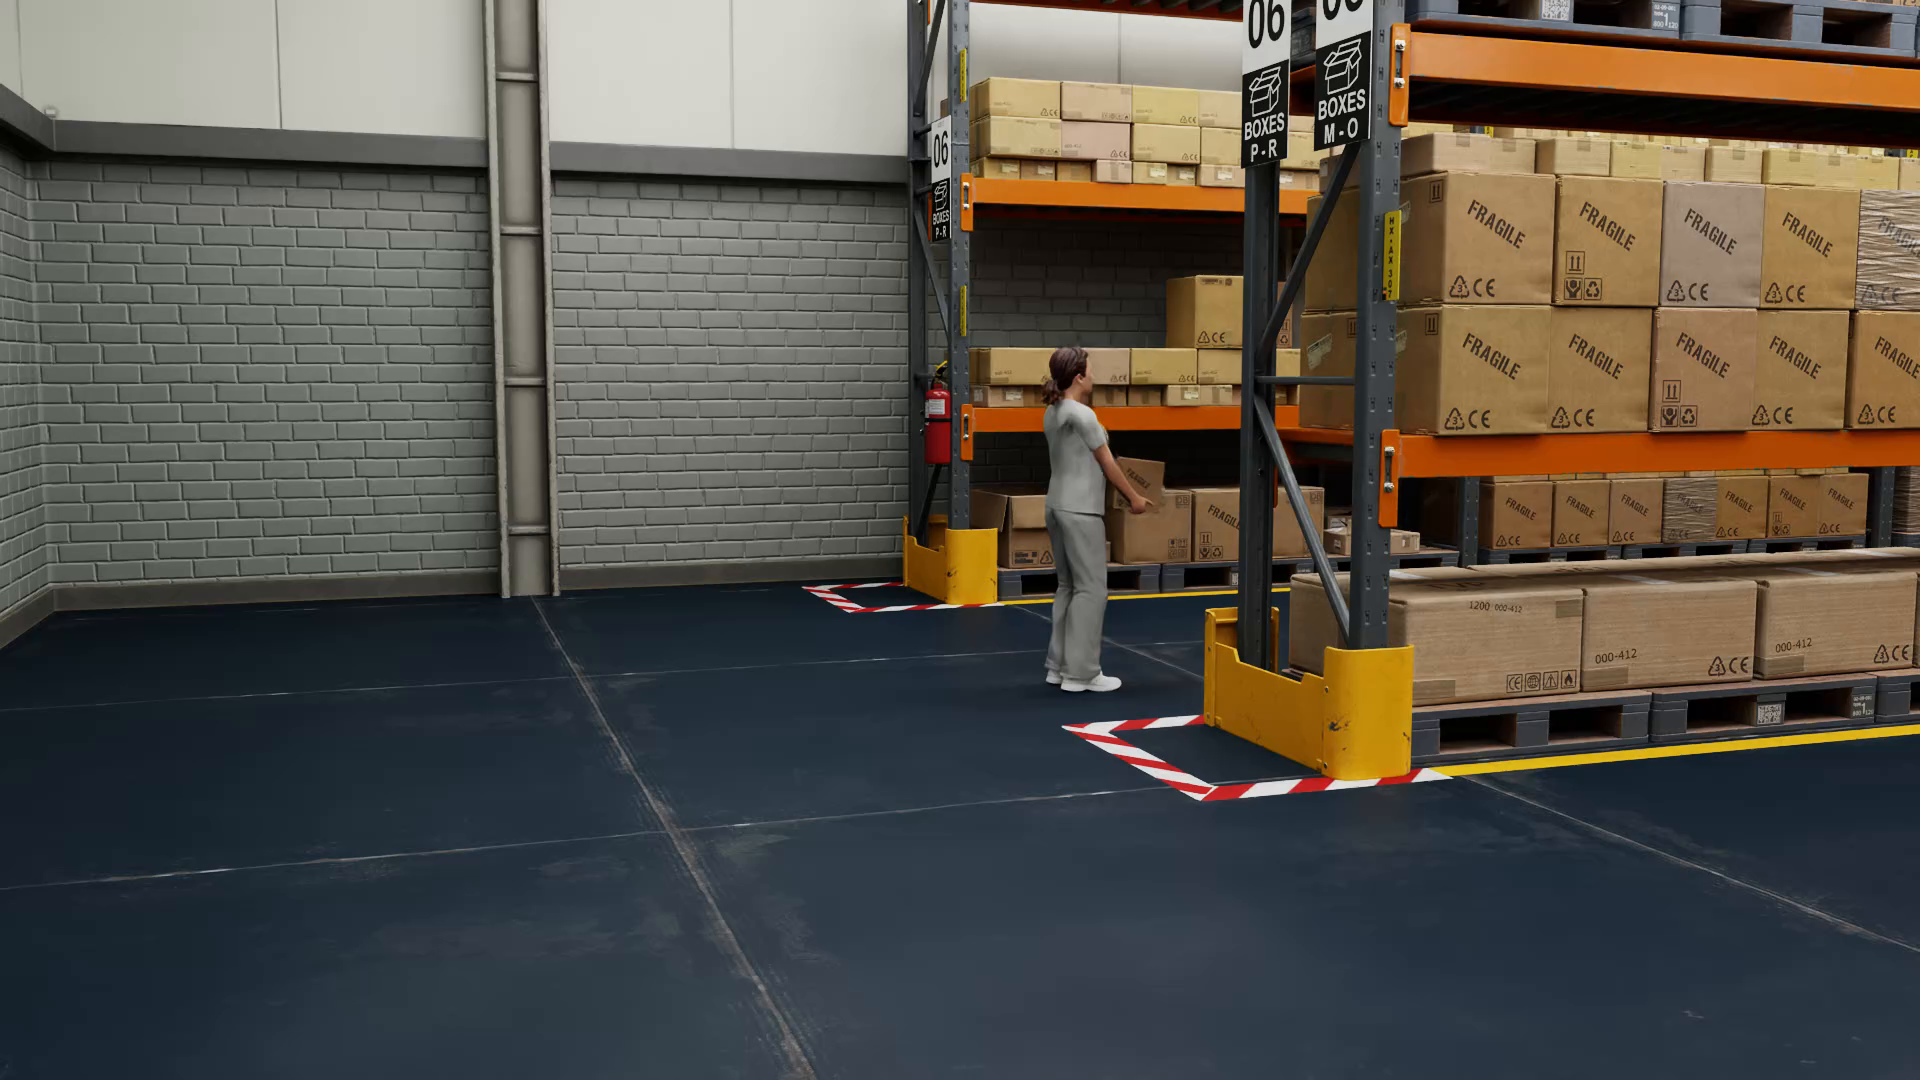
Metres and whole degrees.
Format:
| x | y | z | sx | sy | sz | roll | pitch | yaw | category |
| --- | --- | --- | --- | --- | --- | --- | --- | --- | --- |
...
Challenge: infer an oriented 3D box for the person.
| x | y | z | sx | sy | sz | roll | pitch | yaw | category |
| --- | --- | --- | --- | --- | --- | --- | --- | --- | --- |
| 0.644 | -0.107 | 8.137 | 0.542 | 1.668 | 0.424 | -2 | 6 | -19 | person |
